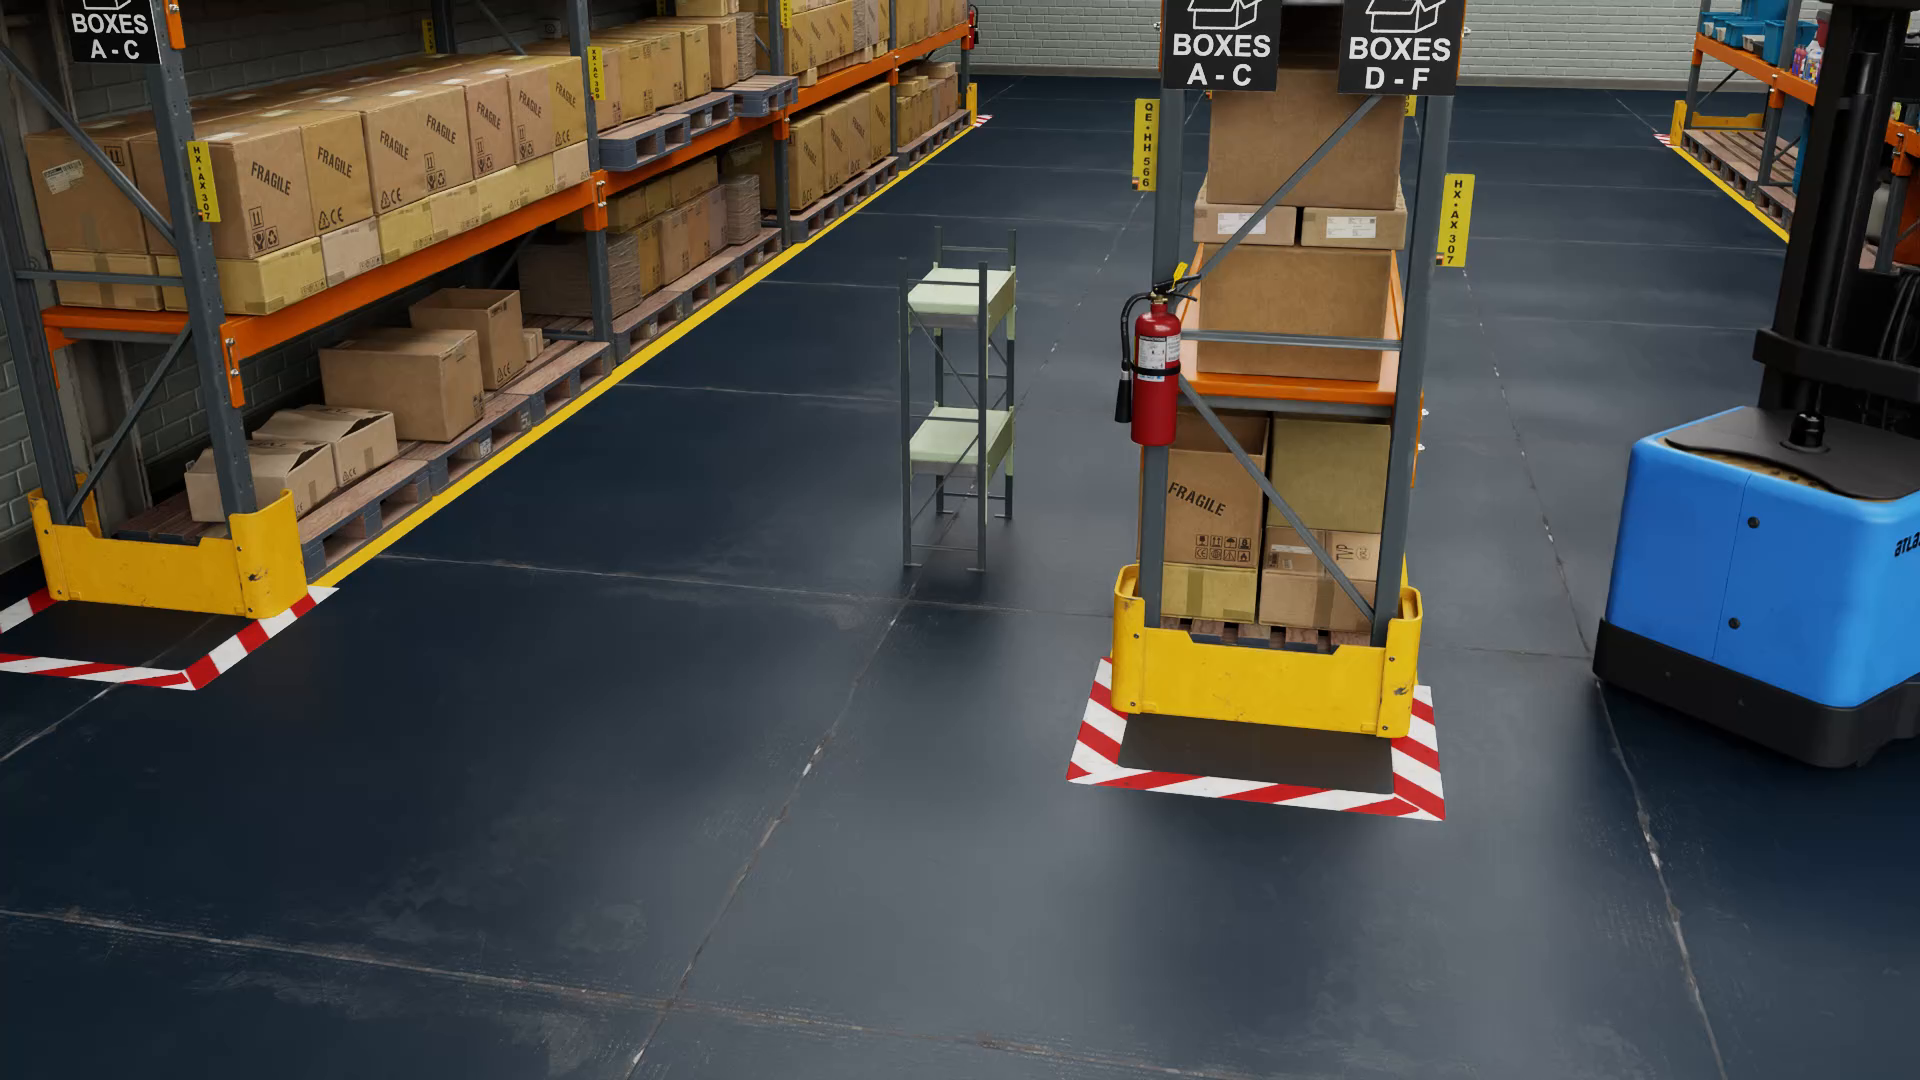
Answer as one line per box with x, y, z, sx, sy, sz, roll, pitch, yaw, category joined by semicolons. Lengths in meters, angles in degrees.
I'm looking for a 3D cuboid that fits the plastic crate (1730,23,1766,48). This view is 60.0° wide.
8.618;-5.501;18.142;0.416;0.233;0.300;4;22;11;plastic crate

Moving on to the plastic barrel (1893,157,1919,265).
7.771;-2.650;13.262;0.600;0.830;0.708;4;22;11;plastic barrel

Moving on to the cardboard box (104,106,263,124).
-3.642;-1.771;7.906;0.500;0.500;0.500;5;22;12;cardboard box

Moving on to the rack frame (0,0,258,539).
-3.643;-1.111;7.098;1.000;3.000;0.127;4;22;11;rack frame

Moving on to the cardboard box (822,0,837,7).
-1.458;-5.105;15.451;0.500;0.250;0.500;5;22;11;cardboard box

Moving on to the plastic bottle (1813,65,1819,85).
7.872;-4.267;15.200;0.097;0.201;0.097;0;22;0;plastic bottle

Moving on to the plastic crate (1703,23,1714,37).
8.801;-5.937;19.353;0.250;0.136;0.298;4;22;11;plastic crate

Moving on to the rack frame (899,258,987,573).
-0.076;-0.559;7.735;0.400;1.500;0.023;4;22;11;rack frame

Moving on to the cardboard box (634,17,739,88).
-2.184;-3.909;13.321;0.700;0.500;0.500;2;22;6;cardboard box

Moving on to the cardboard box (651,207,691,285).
-2.493;-2.266;12.721;0.700;0.500;0.500;5;22;12;cardboard box

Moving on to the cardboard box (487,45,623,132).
-2.689;-3.008;11.085;0.700;0.500;0.500;5;22;11;cardboard box

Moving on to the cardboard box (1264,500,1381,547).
1.633;-0.017;7.499;0.500;0.250;0.500;4;22;11;cardboard box

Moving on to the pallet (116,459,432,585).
-3.427;-0.140;8.419;1.003;0.211;1.213;4;22;11;pallet

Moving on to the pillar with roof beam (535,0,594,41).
1.092;-6.082;11.410;9.100;9.000;0.400;4;22;11;pillar with roof beam

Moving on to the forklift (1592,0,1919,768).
4.080;-0.936;6.754;3.031;2.935;1.130;-16;27;-34;forklift

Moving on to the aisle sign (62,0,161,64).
-3.364;-2.268;6.490;0.394;0.787;0.004;4;22;11;aisle sign

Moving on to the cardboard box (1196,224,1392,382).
1.315;-0.951;6.567;0.700;0.500;0.500;4;22;11;cardboard box

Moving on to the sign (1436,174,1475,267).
1.750;-1.129;5.877;0.100;0.325;0.005;4;22;11;sign

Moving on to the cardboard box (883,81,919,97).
-0.693;-5.213;19.199;0.380;0.149;0.250;5;23;13;cardboard box

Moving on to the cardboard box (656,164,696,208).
-2.384;-2.770;12.970;0.500;0.250;0.500;4;22;11;cardboard box

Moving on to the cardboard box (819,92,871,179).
-1.378;-4.125;16.896;0.750;0.750;0.750;5;23;13;cardboard box

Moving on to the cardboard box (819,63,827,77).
-1.481;-4.505;15.835;0.380;0.149;0.250;5;22;12;cardboard box

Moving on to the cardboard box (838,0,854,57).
-1.344;-4.952;16.076;0.500;0.500;0.500;5;22;12;cardboard box

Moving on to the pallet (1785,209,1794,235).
8.059;-2.725;14.837;1.003;0.211;1.213;4;22;11;pallet

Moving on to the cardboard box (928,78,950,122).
-0.525;-5.552;20.907;0.700;0.500;0.500;4;22;11;cardboard box

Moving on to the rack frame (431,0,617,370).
-2.827;-2.574;10.730;1.000;3.000;0.127;4;22;11;rack frame

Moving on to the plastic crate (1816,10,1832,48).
8.932;-5.110;16.860;0.402;0.464;0.583;4;22;11;plastic crate

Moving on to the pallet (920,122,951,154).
-0.716;-4.926;20.303;1.003;0.211;1.213;4;22;11;pallet

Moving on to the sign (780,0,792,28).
-1.477;-4.500;14.067;0.100;0.325;0.005;4;22;11;sign

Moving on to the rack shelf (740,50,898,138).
-1.602;-4.435;16.313;1.077;0.370;4.000;4;22;11;rack shelf

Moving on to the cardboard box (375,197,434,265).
-3.031;-1.582;8.441;0.500;0.250;0.500;4;22;10;cardboard box

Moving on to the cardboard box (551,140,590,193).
-2.627;-2.318;10.267;0.500;0.250;0.500;5;22;11;cardboard box

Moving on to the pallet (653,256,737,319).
-2.422;-2.013;13.070;1.003;0.211;1.213;4;22;11;pallet

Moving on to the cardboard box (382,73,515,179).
-2.830;-2.299;9.217;0.500;0.500;0.500;4;22;9;cardboard box

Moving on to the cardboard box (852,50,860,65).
-1.223;-4.877;16.757;0.380;0.149;0.250;4;22;11;cardboard box

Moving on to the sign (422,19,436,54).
-3.371;-3.152;10.616;0.100;0.325;0.005;4;22;11;sign

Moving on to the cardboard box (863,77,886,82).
-1.006;-5.353;19.546;0.380;0.149;0.250;4;22;9;cardboard box

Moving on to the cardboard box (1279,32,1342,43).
1.530;-1.950;7.309;0.700;0.500;0.500;5;22;11;cardboard box

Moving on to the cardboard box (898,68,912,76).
-0.798;-5.727;20.473;0.380;0.149;0.250;5;22;12;cardboard box

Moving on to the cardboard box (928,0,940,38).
-0.774;-6.370;19.753;0.980;0.700;0.700;3;22;8;cardboard box

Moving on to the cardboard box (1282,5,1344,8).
1.939;-2.683;9.131;0.700;0.500;0.500;5;22;11;cardboard box

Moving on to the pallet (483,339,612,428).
-2.929;-1.033;10.635;1.003;0.211;1.213;4;22;11;pallet

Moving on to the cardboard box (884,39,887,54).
-0.986;-5.248;17.678;0.380;0.149;0.250;5;22;11;cardboard box

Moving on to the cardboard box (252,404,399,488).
-3.297;-0.523;8.647;0.500;0.311;0.500;6;23;15;cardboard box

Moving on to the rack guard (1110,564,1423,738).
1.203;0.433;6.609;1.175;0.500;0.348;4;22;11;rack guard

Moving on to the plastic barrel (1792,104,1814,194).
8.377;-3.769;15.943;0.600;0.901;0.708;4;22;11;plastic barrel

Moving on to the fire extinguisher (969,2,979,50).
0.105;-6.774;21.761;0.296;0.674;0.183;4;22;11;fire extinguisher

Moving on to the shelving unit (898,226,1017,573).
-0.001;-0.693;8.067;0.431;1.500;0.755;4;22;11;shelving unit

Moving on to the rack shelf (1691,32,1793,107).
8.913;-5.143;18.070;1.077;0.370;4.000;4;22;11;rack shelf

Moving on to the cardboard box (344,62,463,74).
-3.236;-2.517;9.758;0.500;0.500;0.500;4;22;11;cardboard box

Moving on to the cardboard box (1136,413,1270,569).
1.026;-0.221;7.002;0.500;0.500;0.500;4;22;11;cardboard box

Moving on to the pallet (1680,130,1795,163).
9.114;-4.616;19.532;1.003;0.211;1.213;4;22;11;pallet

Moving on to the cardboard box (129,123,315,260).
-3.251;-1.551;7.359;0.500;0.500;0.500;4;22;11;cardboard box

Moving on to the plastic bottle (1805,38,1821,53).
8.107;-4.603;15.834;0.144;0.351;0.185;4;22;11;plastic bottle

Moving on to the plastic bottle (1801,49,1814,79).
7.959;-4.456;15.574;0.097;0.271;0.097;0;22;0;plastic bottle

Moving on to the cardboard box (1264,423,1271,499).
1.322;-0.423;8.506;0.500;0.250;0.500;4;22;11;cardboard box

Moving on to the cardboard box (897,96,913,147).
-0.941;-4.801;19.043;0.700;0.500;0.500;5;22;12;cardboard box
